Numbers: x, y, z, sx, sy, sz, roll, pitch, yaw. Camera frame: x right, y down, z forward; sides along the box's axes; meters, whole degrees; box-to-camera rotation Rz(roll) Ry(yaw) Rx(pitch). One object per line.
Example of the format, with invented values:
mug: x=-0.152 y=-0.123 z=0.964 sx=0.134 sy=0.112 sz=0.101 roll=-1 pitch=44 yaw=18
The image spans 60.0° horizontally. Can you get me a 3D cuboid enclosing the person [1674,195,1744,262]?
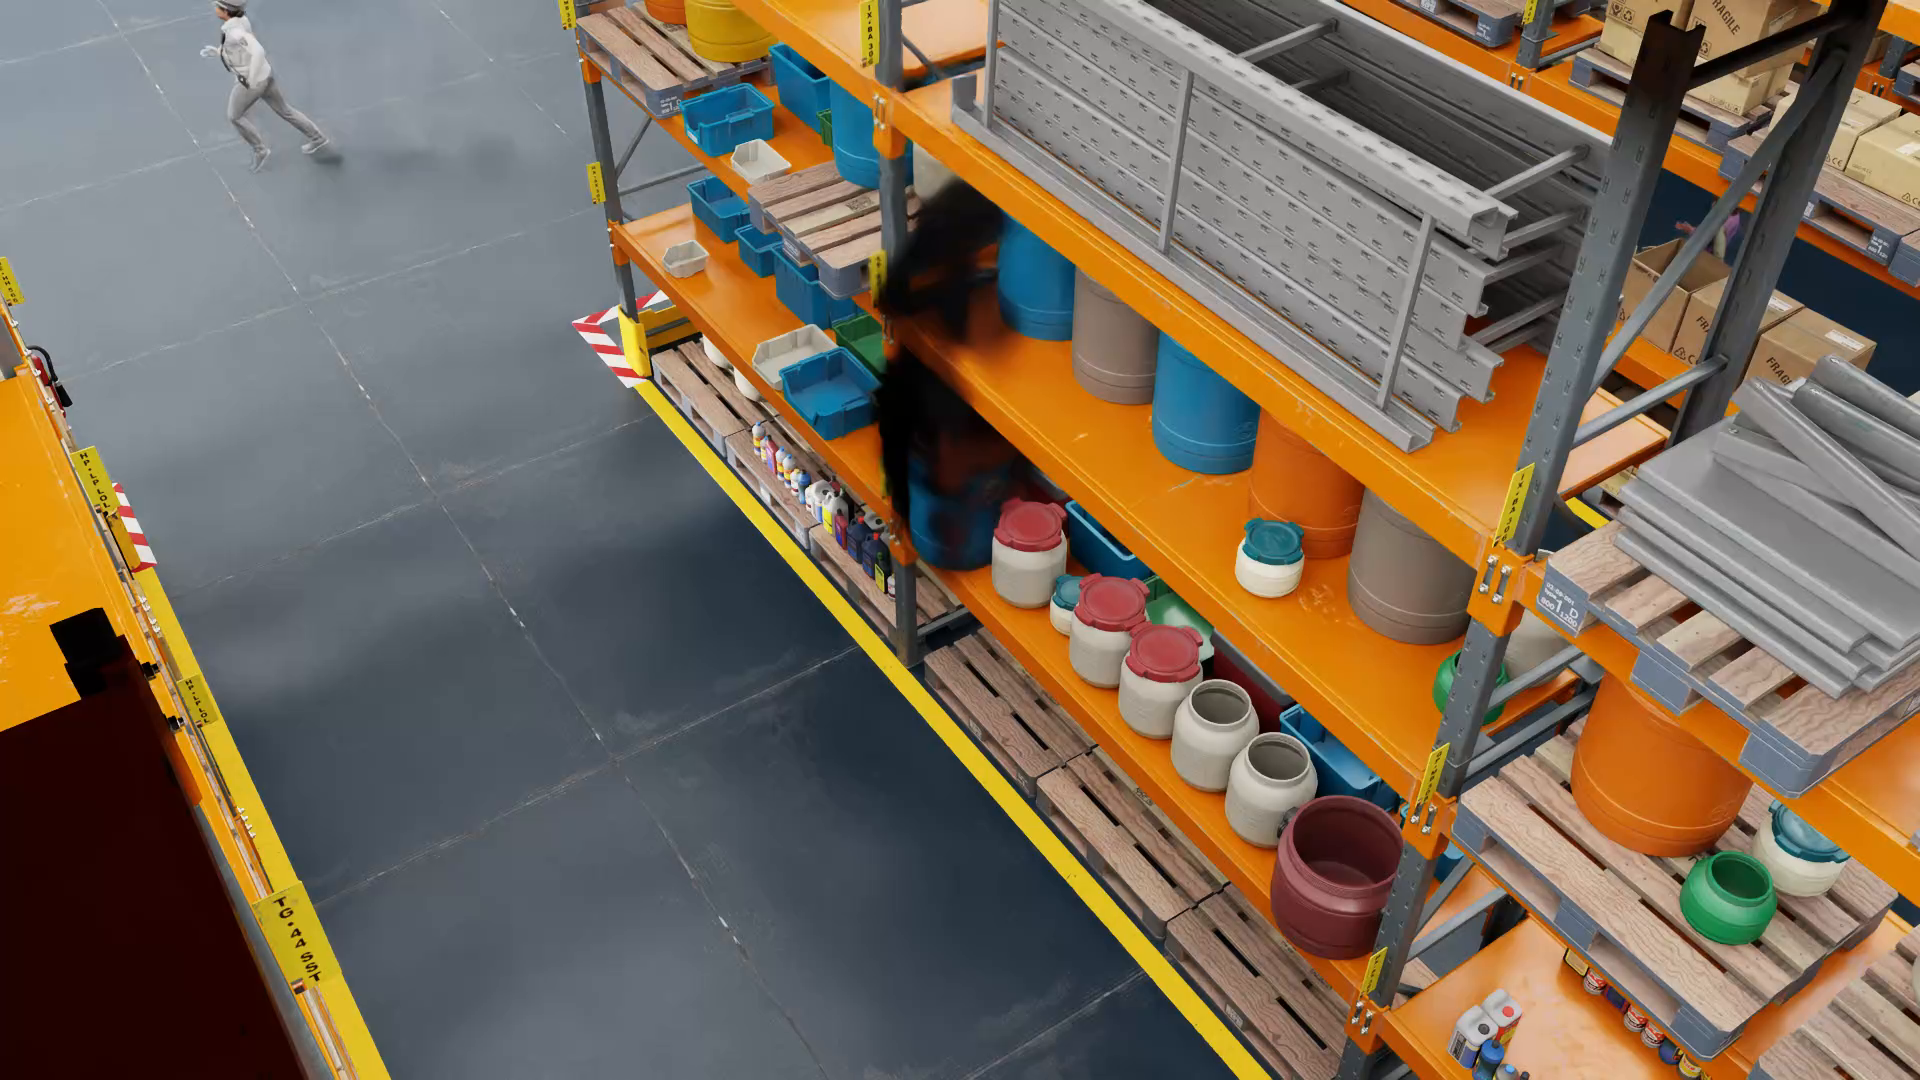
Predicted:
person: x=5.645 y=-2.013 z=12.771 sx=0.517 sy=1.608 sz=0.639 roll=-28 pitch=50 yaw=-27

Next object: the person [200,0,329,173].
person: x=-6.331 y=-4.122 z=14.997 sx=0.866 sy=1.729 sz=0.622 roll=-4 pitch=43 yaw=-4
